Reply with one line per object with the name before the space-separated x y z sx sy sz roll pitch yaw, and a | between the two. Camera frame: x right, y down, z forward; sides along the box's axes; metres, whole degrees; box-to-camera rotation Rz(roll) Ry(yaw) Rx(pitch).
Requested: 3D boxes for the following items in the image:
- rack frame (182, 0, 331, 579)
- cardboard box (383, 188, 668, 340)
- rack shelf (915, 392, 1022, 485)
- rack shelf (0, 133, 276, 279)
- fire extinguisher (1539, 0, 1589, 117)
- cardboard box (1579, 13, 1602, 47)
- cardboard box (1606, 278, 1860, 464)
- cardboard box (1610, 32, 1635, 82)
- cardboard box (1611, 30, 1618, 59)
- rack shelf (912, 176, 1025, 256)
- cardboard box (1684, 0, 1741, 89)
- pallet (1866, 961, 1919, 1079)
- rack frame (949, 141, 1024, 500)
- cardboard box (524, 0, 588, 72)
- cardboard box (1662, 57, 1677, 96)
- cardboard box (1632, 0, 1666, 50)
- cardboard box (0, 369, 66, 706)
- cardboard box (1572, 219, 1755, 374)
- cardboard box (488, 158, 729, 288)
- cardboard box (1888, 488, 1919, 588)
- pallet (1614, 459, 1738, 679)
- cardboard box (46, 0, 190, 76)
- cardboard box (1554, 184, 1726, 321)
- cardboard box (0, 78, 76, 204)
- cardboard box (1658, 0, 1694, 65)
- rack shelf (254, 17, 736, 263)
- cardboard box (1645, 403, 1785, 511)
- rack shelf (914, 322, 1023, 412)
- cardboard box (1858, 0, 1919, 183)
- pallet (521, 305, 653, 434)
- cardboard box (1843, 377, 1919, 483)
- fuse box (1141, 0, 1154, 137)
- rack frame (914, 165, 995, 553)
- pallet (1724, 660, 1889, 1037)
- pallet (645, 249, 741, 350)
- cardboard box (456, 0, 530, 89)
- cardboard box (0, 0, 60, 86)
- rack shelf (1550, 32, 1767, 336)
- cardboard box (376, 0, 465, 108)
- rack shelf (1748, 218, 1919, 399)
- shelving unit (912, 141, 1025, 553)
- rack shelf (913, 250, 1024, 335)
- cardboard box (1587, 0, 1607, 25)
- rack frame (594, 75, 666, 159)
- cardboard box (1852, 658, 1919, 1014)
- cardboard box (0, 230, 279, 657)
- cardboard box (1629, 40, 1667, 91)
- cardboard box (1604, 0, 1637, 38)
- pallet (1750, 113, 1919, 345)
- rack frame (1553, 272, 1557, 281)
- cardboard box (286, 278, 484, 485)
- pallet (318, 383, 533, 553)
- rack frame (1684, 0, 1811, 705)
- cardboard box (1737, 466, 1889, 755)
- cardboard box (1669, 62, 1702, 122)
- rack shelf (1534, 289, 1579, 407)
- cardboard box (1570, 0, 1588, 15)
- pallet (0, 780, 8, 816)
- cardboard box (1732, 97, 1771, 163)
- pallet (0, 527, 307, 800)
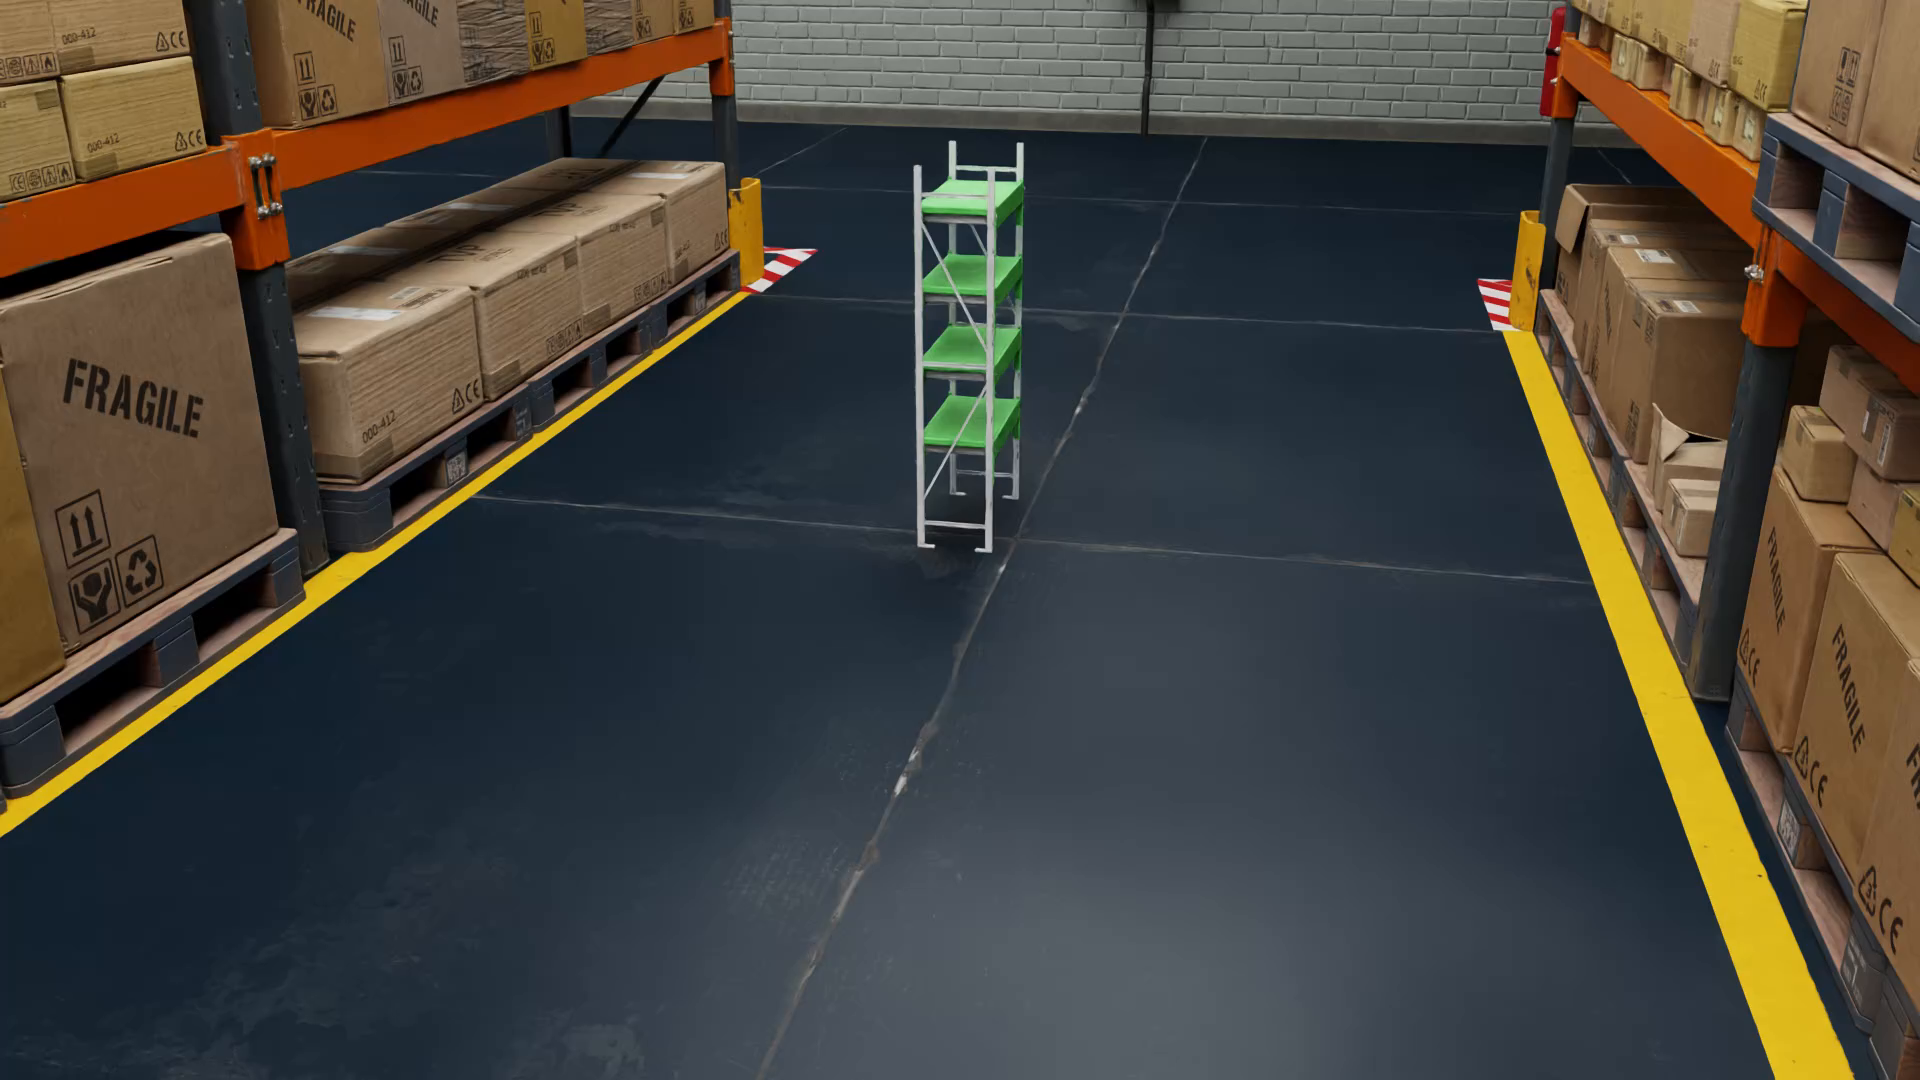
rack frame | -2.458 -1.333 4.649 1.000 3.000 0.127 4 22 11
cardboard box | -1.857 -1.218 7.230 0.875 0.438 0.875 5 22 12
rack shelf | 0.034 -0.335 5.393 0.258 0.148 0.480 4 22 11
rack shelf | -2.866 -0.268 2.967 1.077 0.370 4.000 4 22 11
fire extinguisher | 2.796 -2.299 7.650 0.296 0.674 0.183 4 22 11
cardboard box | 2.883 -2.203 7.145 0.380 0.149 0.250 4 22 11
cardboard box | 2.577 -0.549 5.485 0.700 0.500 0.500 4 22 9
cardboard box | 2.571 -1.736 5.985 0.380 0.149 0.250 4 22 9
cardboard box | 2.745 -1.920 6.443 0.380 0.149 0.250 5 23 13
rack shelf | 0.034 -1.003 5.124 0.258 0.148 0.480 4 22 11
cardboard box | 2.355 -1.414 4.652 0.500 0.250 0.500 5 22 11
pallet | 2.027 1.085 2.377 1.003 0.211 1.213 4 22 11
rack frame | 0.084 -0.706 5.501 0.240 1.200 0.015 4 22 11
cardboard box | -1.786 -2.085 6.381 0.500 0.500 0.500 5 22 13
cardboard box | 2.552 -1.539 5.495 0.380 0.149 0.250 4 22 11
cardboard box | 2.576 -1.783 5.569 0.500 0.250 0.500 4 22 10
cardboard box | -2.683 0.021 3.567 0.875 0.875 0.875 5 22 12
cardboard box | 2.788 -0.928 6.427 0.700 0.500 0.500 5 23 13
cardboard box | -1.678 -1.553 8.063 0.875 0.438 0.875 4 22 9
cardboard box | 2.047 0.020 3.203 0.380 0.149 0.250 3 22 8
pallet | 2.543 0.086 4.857 1.003 0.211 1.213 4 22 11
cardboard box | -2.310 -1.316 4.137 0.500 0.250 0.500 4 22 11
cardboard box | 3.001 -1.239 7.195 0.797 0.503 0.637 4 22 9
cardboard box | -2.407 -0.894 3.760 0.500 0.250 0.500 4 22 10
cardboard box | 2.470 -1.595 5.102 0.500 0.250 0.500 4 22 11
rack shelf | -2.050 -1.731 6.599 1.077 0.370 4.000 4 22 11
cardboard box | 2.301 -0.240 5.031 0.396 0.266 0.258 5 23 13
rack shelf | 0.034 -0.558 5.304 0.258 0.148 0.480 4 22 11
cardboard box | 1.979 -0.848 2.748 0.700 0.500 0.500 5 22 12
pallet | -1.979 -0.759 6.957 1.003 0.211 1.213 4 22 11
cardboard box | 2.063 -0.221 3.404 0.380 0.149 0.250 3 22 8
fuse box | 1.513 -4.049 13.117 0.539 1.711 0.414 4 22 11
rack frame | -0.016 -0.528 5.058 0.240 1.200 0.015 4 22 11
pallet | 2.273 0.638 3.488 1.003 0.211 1.213 4 22 11
pallet | -1.728 -1.204 8.061 1.003 0.211 1.213 4 22 11
cardboard box | -1.891 -1.896 5.913 0.500 0.500 0.500 5 22 11
cardboard box | -2.404 -1.132 3.682 0.500 0.250 0.500 5 22 12
rack shelf | 2.810 -1.354 5.663 1.077 0.370 4.000 4 22 11
cardboard box | -1.999 -1.715 5.463 0.500 0.500 0.500 5 22 11
rack shelf | 1.994 0.109 2.031 1.077 0.370 4.000 4 22 11
shelving unit | 0.034 -0.617 5.280 0.258 1.200 0.503 4 22 11
rack shelf | 0.034 -0.780 5.214 0.258 0.148 0.480 4 22 11
cardboard box | 2.760 -2.158 6.499 0.500 0.250 0.500 5 22 11
rack frame | -1.638 -2.796 8.281 0.949 2.616 0.053 4 22 11
cardboard box | 1.878 0.546 2.767 0.500 0.500 0.500 4 22 9
cardboard box | -2.506 -0.310 4.389 0.875 0.875 0.875 5 23 13
cardboard box | 2.538 -1.638 5.742 0.380 0.149 0.250 5 22 12
cardboard box | 2.659 -1.972 6.038 0.500 0.250 0.500 4 22 10
pallet | 2.132 -0.583 3.044 1.003 0.211 1.213 4 22 11
rack frame | 3.215 -2.419 7.346 0.949 2.616 0.053 4 22 11
cardboard box | -2.224 -0.561 5.599 0.875 0.438 0.875 4 22 10
pallet | -2.226 -0.312 5.846 1.003 0.211 1.213 4 22 11
rack frame | 2.402 -0.956 3.713 1.000 3.000 0.127 4 22 11
cardboard box | 2.083 0.168 3.705 0.500 0.500 0.500 5 23 13
cardboard box | 2.386 -1.359 5.048 0.380 0.149 0.250 4 22 10
rack shelf | -12.557 -1.232 4.665 30.696 2.800 11.642 4 22 11
cardboard box | 2.862 -2.342 6.956 0.500 0.250 0.500 5 22 11
pallet | -2.788 0.696 3.344 1.003 0.211 1.213 4 22 11
cardboard box | 2.252 -1.072 4.338 0.380 0.149 0.250 5 22 12
pallet | -2.541 0.248 4.455 1.003 0.211 1.213 4 22 11
